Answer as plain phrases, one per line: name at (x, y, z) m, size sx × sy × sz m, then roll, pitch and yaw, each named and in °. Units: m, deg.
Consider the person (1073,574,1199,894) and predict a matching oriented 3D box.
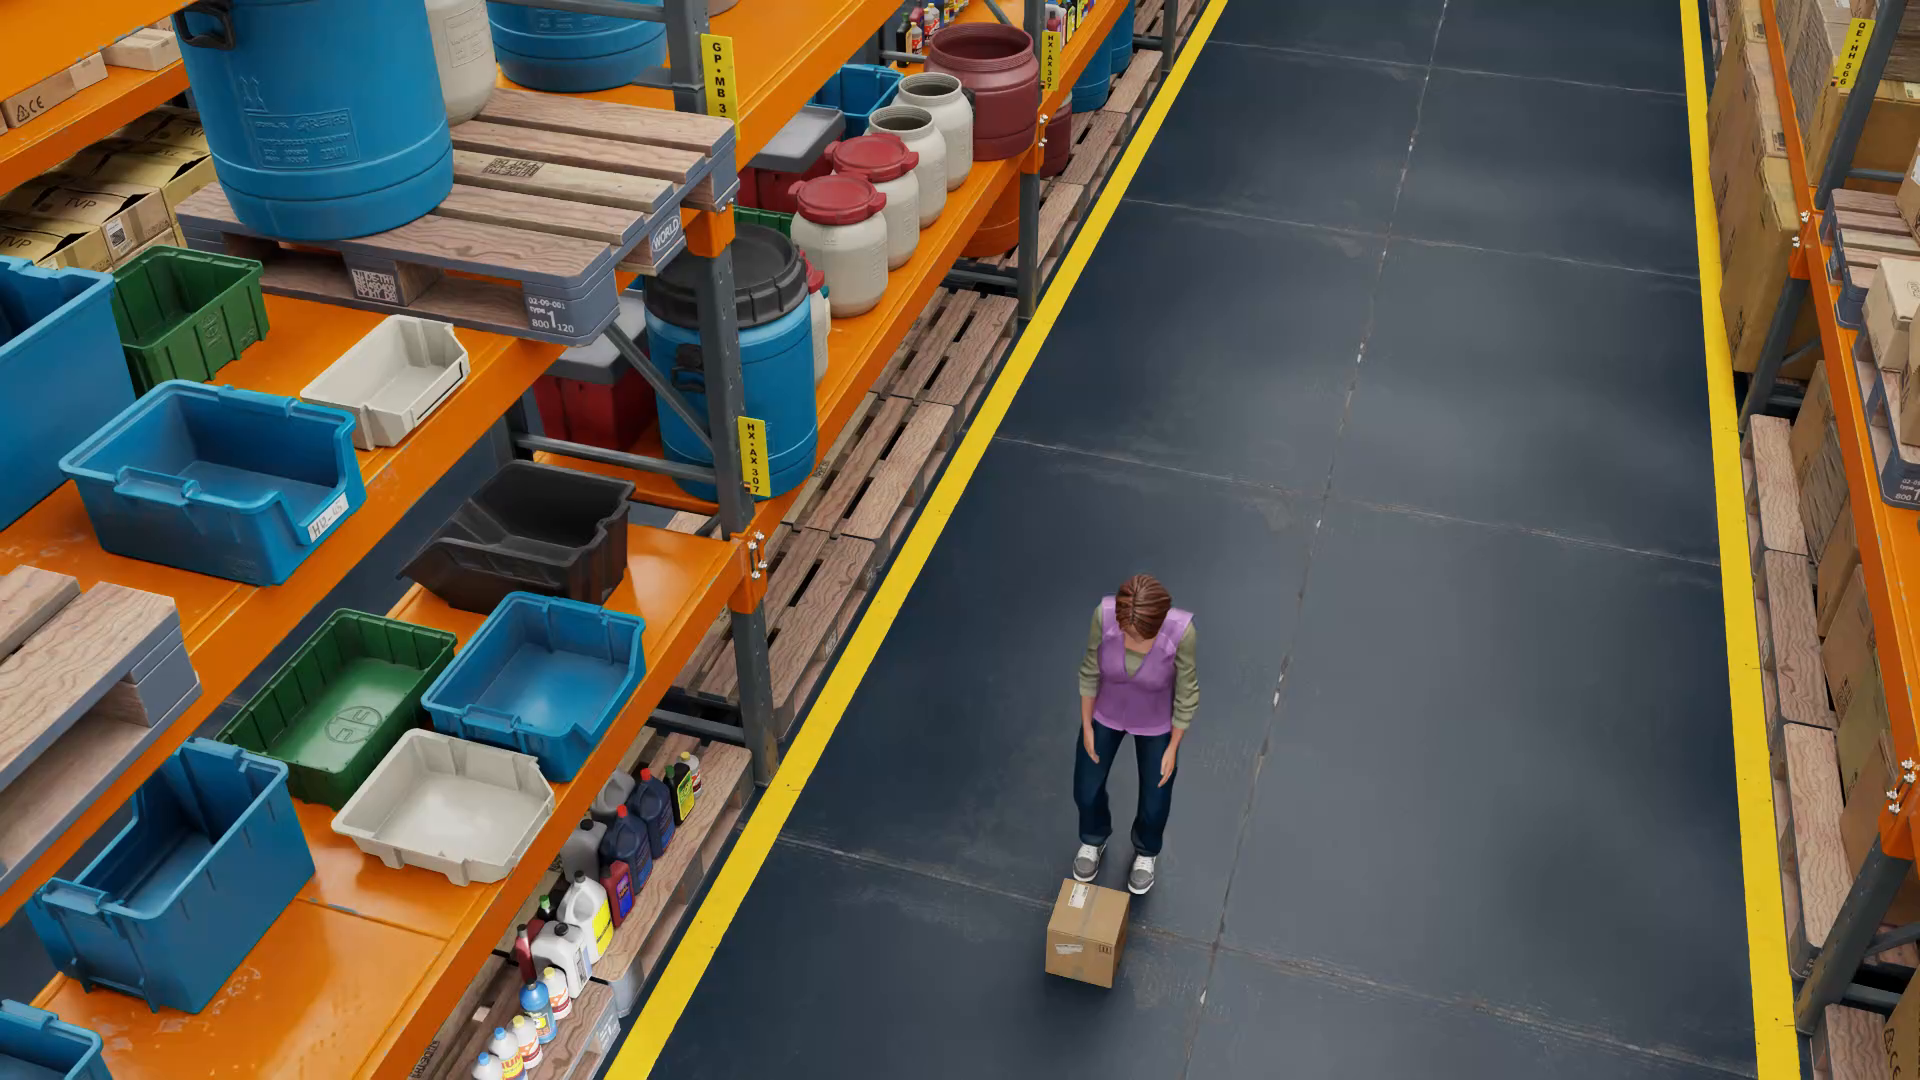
person at (0.643, 0.691, 6.078) m, size 0.437 × 1.511 × 0.436 m, roll 12°, pitch 39°, yaw 15°
